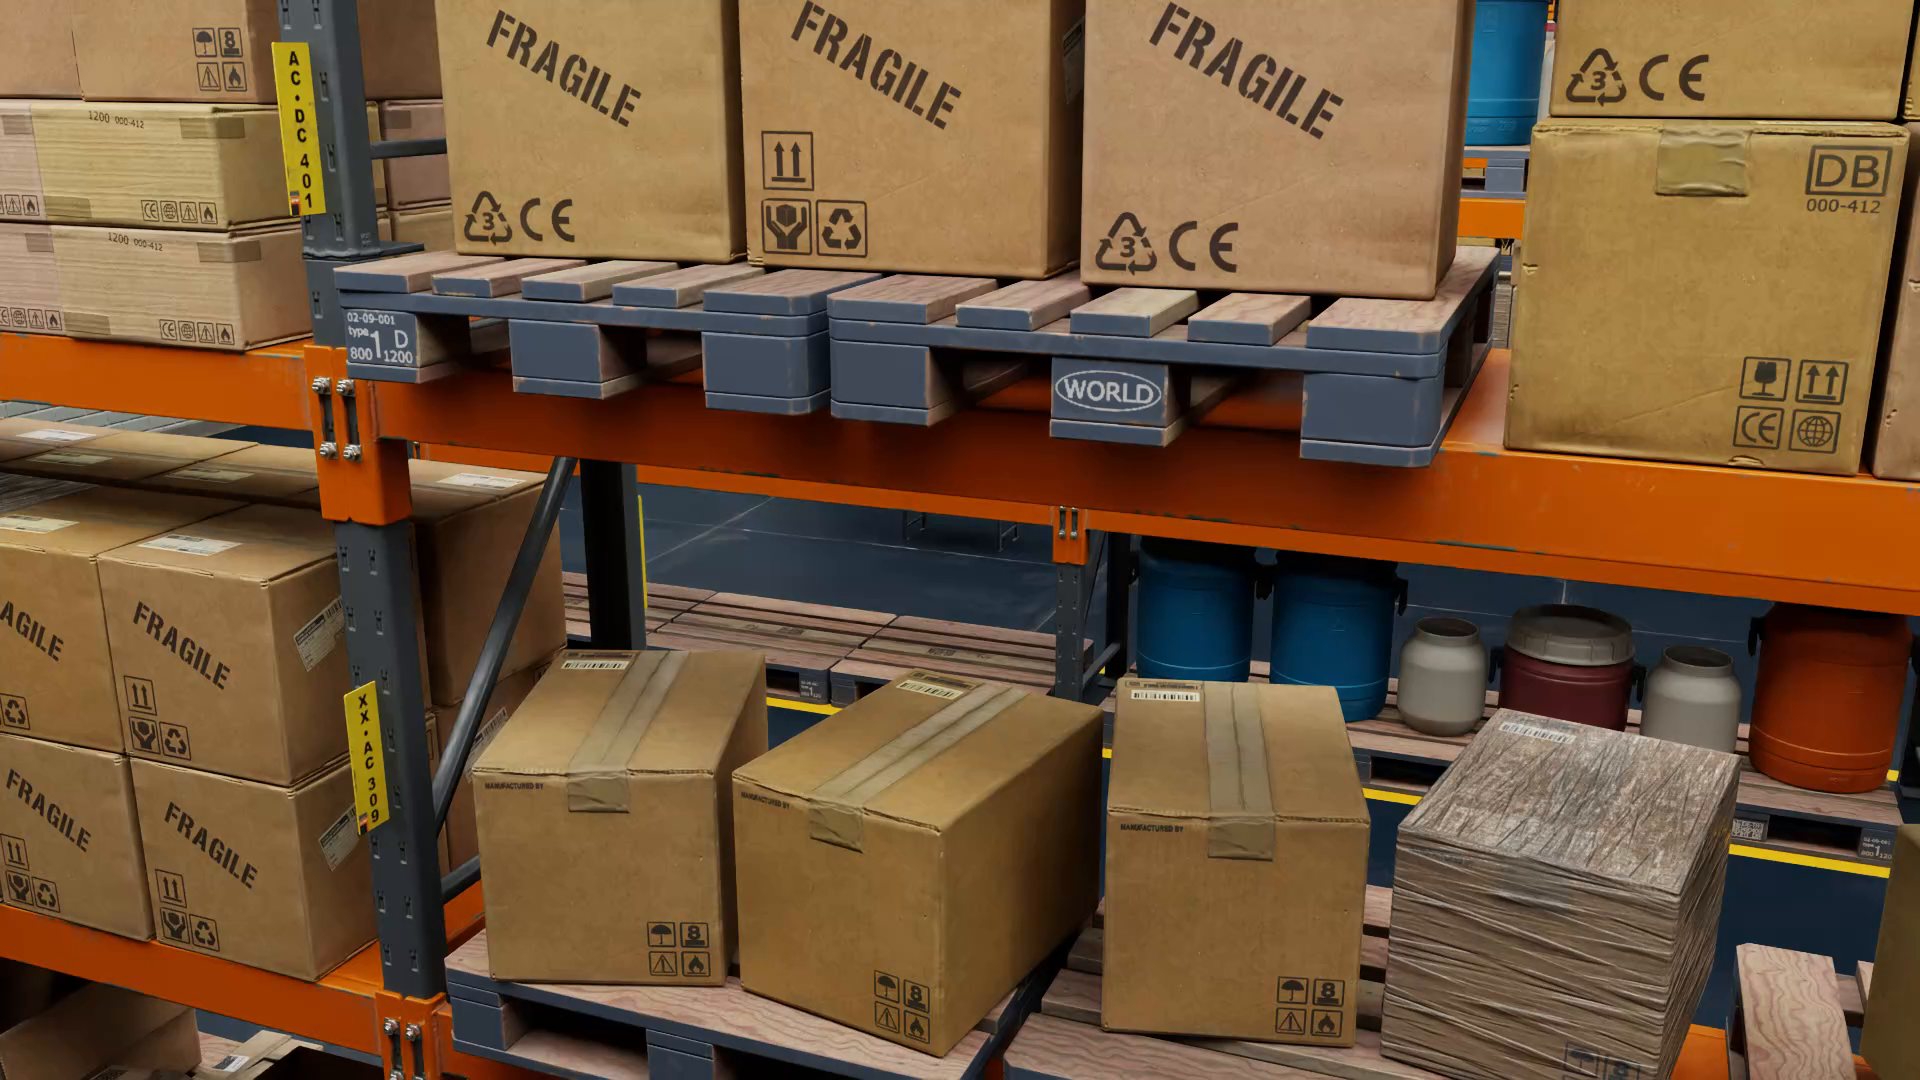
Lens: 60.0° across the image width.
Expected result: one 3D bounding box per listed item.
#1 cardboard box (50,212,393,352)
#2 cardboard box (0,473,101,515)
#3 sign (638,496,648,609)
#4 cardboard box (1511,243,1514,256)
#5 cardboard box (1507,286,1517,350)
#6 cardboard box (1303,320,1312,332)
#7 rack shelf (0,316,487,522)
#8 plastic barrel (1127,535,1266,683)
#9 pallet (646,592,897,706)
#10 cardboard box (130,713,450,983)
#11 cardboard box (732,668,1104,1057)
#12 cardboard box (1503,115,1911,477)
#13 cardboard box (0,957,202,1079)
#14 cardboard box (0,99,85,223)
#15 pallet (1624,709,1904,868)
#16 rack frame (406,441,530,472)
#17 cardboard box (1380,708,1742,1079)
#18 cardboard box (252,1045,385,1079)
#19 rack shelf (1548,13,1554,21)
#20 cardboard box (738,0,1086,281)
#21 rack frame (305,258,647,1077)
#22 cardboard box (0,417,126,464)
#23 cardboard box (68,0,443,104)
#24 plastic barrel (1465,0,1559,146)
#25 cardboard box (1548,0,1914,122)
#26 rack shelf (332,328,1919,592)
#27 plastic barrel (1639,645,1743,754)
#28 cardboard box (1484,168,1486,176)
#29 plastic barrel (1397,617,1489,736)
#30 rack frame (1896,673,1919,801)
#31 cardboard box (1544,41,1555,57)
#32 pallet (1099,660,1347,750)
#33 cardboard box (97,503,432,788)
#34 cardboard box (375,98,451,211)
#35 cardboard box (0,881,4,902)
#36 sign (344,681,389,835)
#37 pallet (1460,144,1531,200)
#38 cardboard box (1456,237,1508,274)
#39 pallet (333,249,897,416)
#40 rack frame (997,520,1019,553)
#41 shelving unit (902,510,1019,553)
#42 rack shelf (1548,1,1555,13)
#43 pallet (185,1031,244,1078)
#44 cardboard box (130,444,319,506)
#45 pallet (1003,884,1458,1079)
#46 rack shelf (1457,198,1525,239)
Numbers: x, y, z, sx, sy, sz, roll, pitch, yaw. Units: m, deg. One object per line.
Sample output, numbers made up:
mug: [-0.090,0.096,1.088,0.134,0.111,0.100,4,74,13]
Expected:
cardboard box: [-1.643,-0.602,3.755,0.500,0.250,0.500,6,17,21]
cardboard box: [-2.605,0.131,4.368,0.500,0.500,0.500,6,17,21]
sign: [-0.893,0.047,4.554,0.005,0.325,0.100,6,17,21]
cardboard box: [5.618,-2.914,16.527,0.250,0.149,0.380,5,17,18]
cardboard box: [4.297,-1.604,12.138,0.500,0.500,0.500,7,17,22]
cardboard box: [2.881,-1.758,12.668,0.500,0.500,0.500,6,17,21]
rack shelf: [-2.954,-0.552,4.606,4.000,0.370,1.077,6,17,21]
plastic barrel: [1.228,0.329,8.670,0.708,0.901,0.600,6,17,21]
pallet: [-1.109,0.613,9.684,1.213,0.211,1.003,6,17,21]
cardboard box: [-1.652,0.715,4.152,0.500,0.500,0.500,7,17,22]
cardboard box: [-0.072,0.658,3.594,0.500,0.500,0.700,9,19,29]
cardboard box: [1.251,-0.473,2.864,0.500,0.500,0.910,6,17,21]
cardboard box: [-2.843,1.544,5.163,0.637,0.503,0.797,6,17,21]
cardboard box: [-2.109,-0.893,3.860,0.500,0.250,0.500,6,17,21]
pallet: [3.700,1.142,7.863,1.213,0.211,1.003,6,17,21]
rack frame: [-2.993,-0.946,10.052,0.127,3.000,1.000,6,17,21]
cardboard box: [1.220,0.729,3.351,0.500,0.500,0.700,10,19,31]
cardboard box: [-1.727,1.752,4.453,0.500,0.500,0.500,6,17,21]
rack shelf: [9.860,-7.818,24.971,4.000,0.370,1.077,6,17,21]
cardboard box: [-0.022,-0.858,3.256,0.600,0.600,0.600,6,17,20]
rack frame: [-1.093,0.747,4.219,0.127,3.000,1.000,6,17,21]
cardboard box: [-2.867,-0.060,5.027,0.500,0.500,0.500,7,18,22]
cardboard box: [-1.560,-1.261,3.785,0.500,0.500,0.700,6,17,21]
plastic barrel: [2.372,-2.285,7.631,0.708,0.901,0.600,6,17,21]
cardboard box: [1.275,-0.963,2.757,0.500,0.500,0.500,6,17,21]
rack shelf: [0.767,-0.143,3.196,4.000,0.370,1.077,6,17,21]
plastic barrel: [3.429,0.785,7.798,0.421,0.512,0.421,0,16,0]
cardboard box: [6.968,-4.755,21.201,0.500,0.500,0.500,6,17,20]
plastic barrel: [2.379,0.670,8.196,0.421,0.512,0.421,0,16,0]
rack frame: [4.449,-0.128,7.233,0.127,3.000,1.000,6,17,21]
cardboard box: [4.358,-3.307,11.868,0.637,0.503,0.797,6,17,20]
pallet: [1.430,0.892,8.722,1.213,0.211,1.003,6,17,21]
cardboard box: [-1.659,0.235,4.012,0.500,0.500,0.500,6,17,21]
cardboard box: [-1.454,-0.975,4.145,0.500,0.250,0.500,6,17,21]
cardboard box: [-2.611,0.610,4.511,0.500,0.500,0.500,7,17,22]
sign: [-1.285,0.473,3.611,0.005,0.325,0.100,6,17,21]
pallet: [2.549,-1.717,7.665,1.213,0.211,1.003,6,17,21]
cardboard box: [3.776,-2.215,12.444,0.637,0.503,0.797,6,17,21]
pallet: [-0.512,-0.518,3.534,1.003,0.211,1.213,6,17,21]
rack frame: [0.347,-0.682,11.833,0.023,1.500,0.400,6,17,21]
shelving unit: [0.006,-0.720,11.962,0.755,1.500,0.431,6,17,21]
rack shelf: [8.042,-6.531,20.536,4.000,0.370,1.077,6,17,21]
pallet: [-2.871,1.892,5.279,1.213,0.211,1.003,6,17,21]
cardboard box: [-1.908,0.045,4.664,0.500,0.500,0.500,6,17,19]
pallet: [0.817,1.051,3.517,1.213,0.211,1.003,6,17,21]
rack shelf: [2.588,-1.427,7.620,4.000,0.370,1.077,6,17,21]
